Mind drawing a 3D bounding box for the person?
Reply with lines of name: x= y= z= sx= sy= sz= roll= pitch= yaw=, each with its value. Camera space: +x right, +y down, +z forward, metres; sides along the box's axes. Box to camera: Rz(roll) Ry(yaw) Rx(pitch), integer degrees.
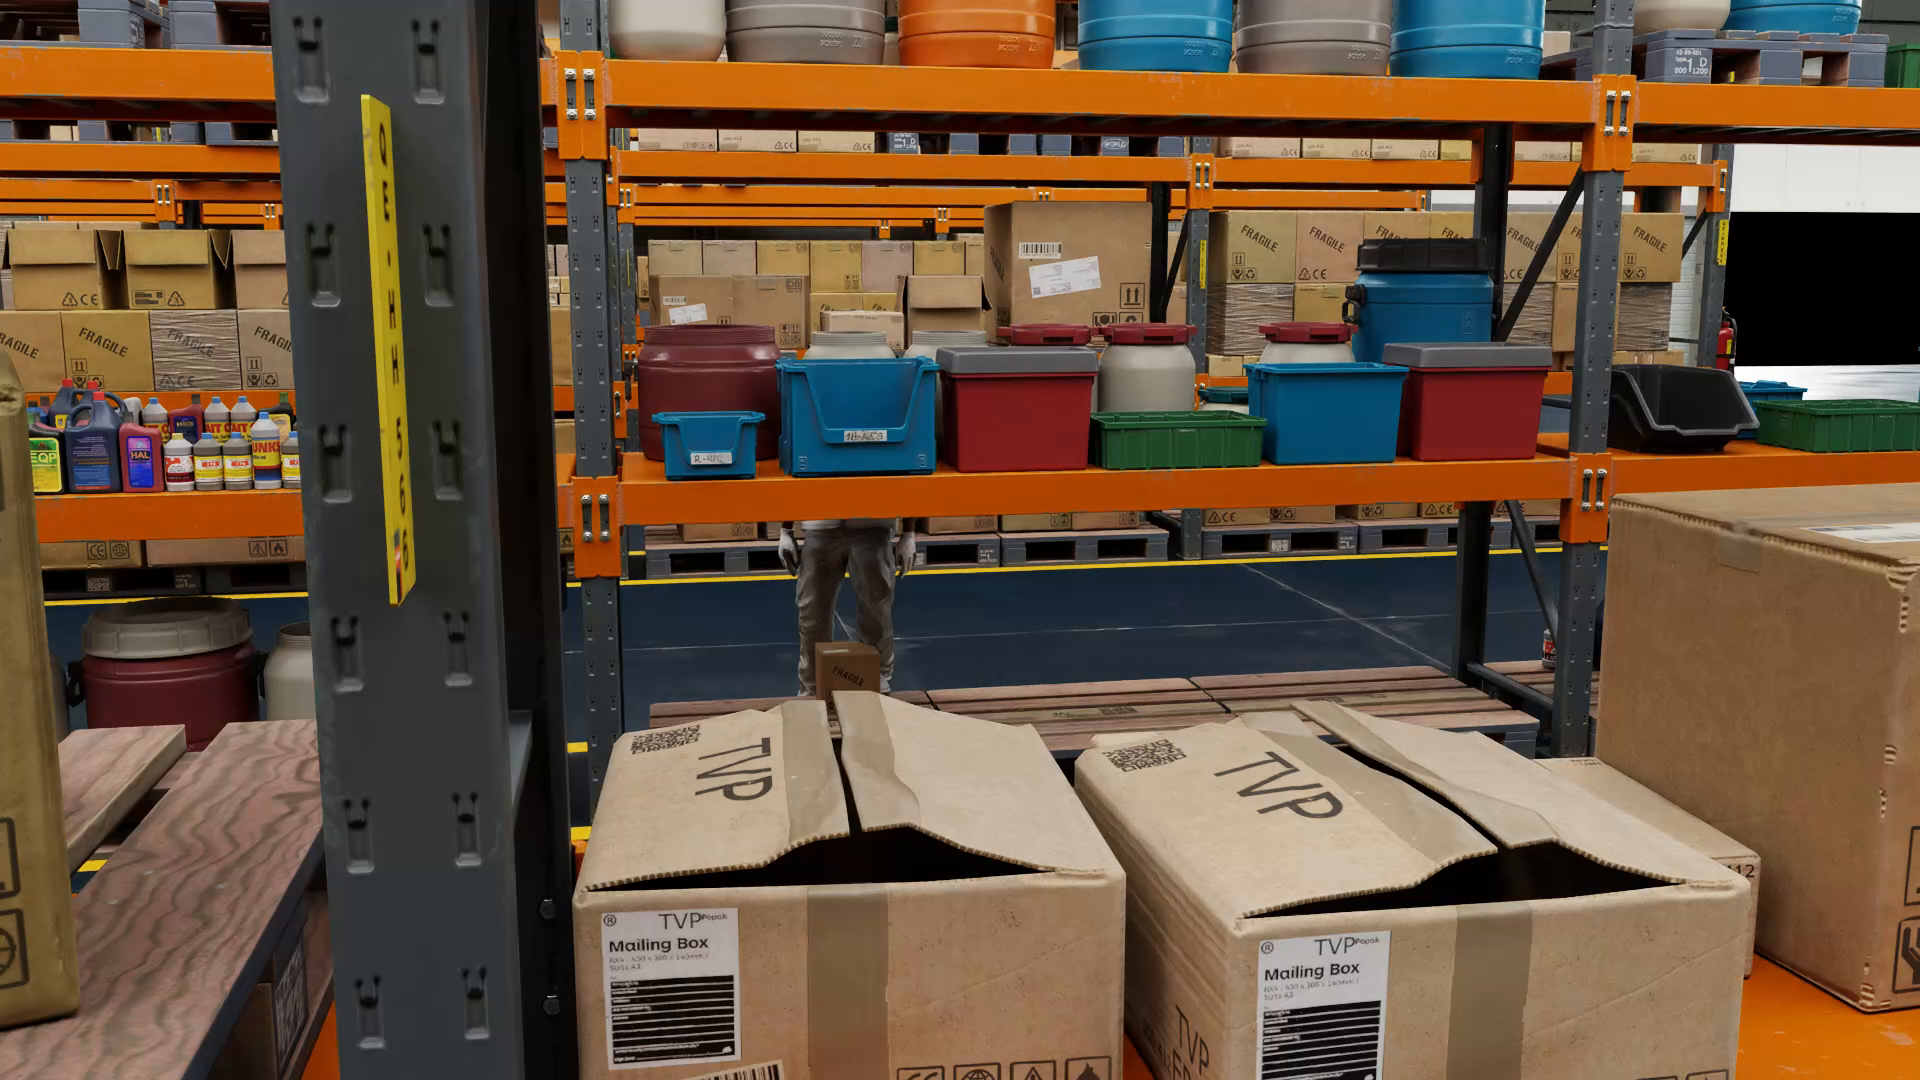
person: x=-0.506 y=0.021 z=7.295 sx=0.616 sy=1.751 sz=0.541 roll=1 pitch=10 yaw=6
